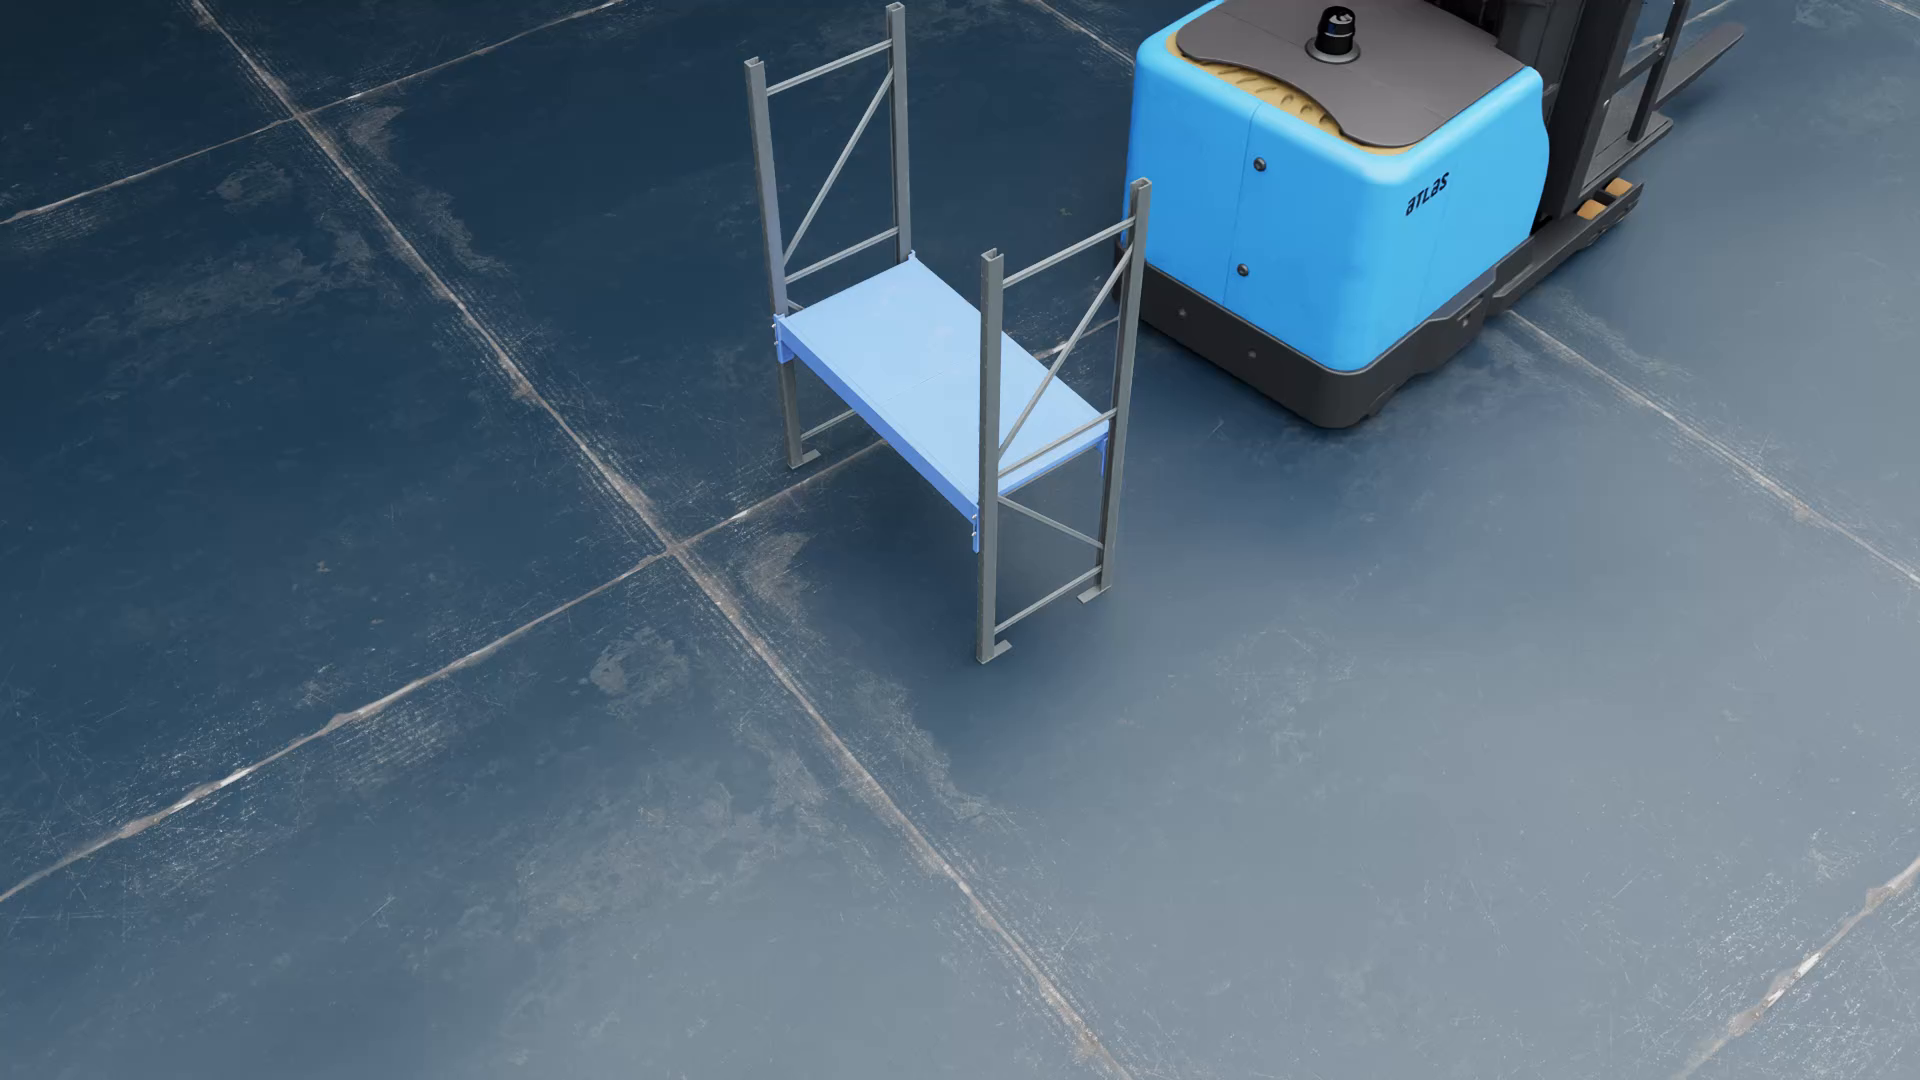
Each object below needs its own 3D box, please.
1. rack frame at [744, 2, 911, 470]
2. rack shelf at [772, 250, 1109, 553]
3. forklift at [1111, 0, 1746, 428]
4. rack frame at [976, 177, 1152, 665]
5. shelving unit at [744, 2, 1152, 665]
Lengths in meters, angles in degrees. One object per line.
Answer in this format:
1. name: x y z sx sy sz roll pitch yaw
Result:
1. rack frame: -0.359 -0.854 5.012 0.500 1.500 0.032 -29 54 -24
2. rack shelf: -0.052 -0.433 4.873 0.538 0.185 1.000 -29 54 -24
3. forklift: 1.940 -2.337 5.390 3.031 2.935 1.130 -36 57 -28
4. rack frame: 0.256 -0.254 4.468 0.500 1.500 0.032 -29 54 -24
5. shelving unit: -0.052 -0.554 4.740 0.538 1.500 1.048 -29 54 -24
